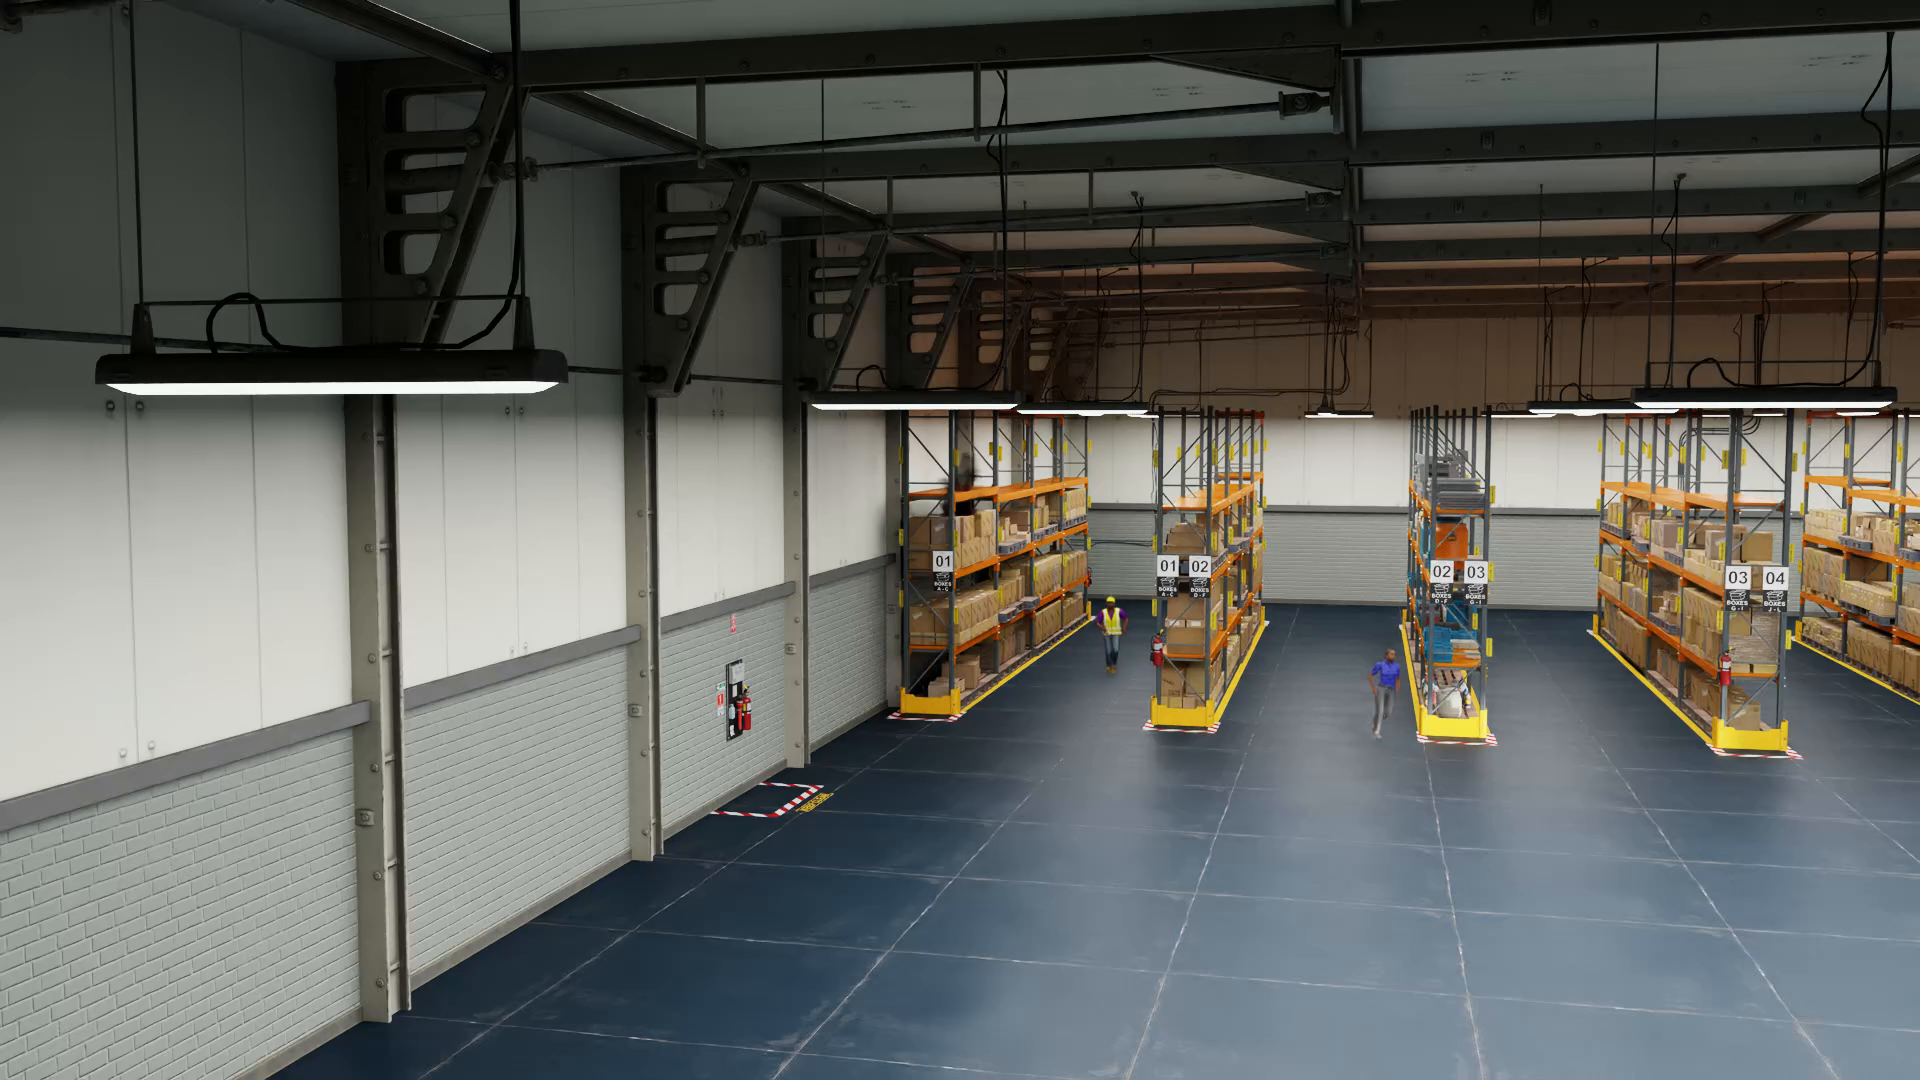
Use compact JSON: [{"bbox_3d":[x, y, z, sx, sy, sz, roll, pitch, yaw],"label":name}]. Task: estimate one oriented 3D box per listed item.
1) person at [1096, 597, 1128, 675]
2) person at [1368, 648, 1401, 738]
[{"bbox_3d":[3.423,2.160,37.554,0.699,1.760,0.665,1,4,9],"label":"person"},{"bbox_3d":[7.739,2.777,30.267,0.614,1.598,0.526,0,4,-6],"label":"person"}]
